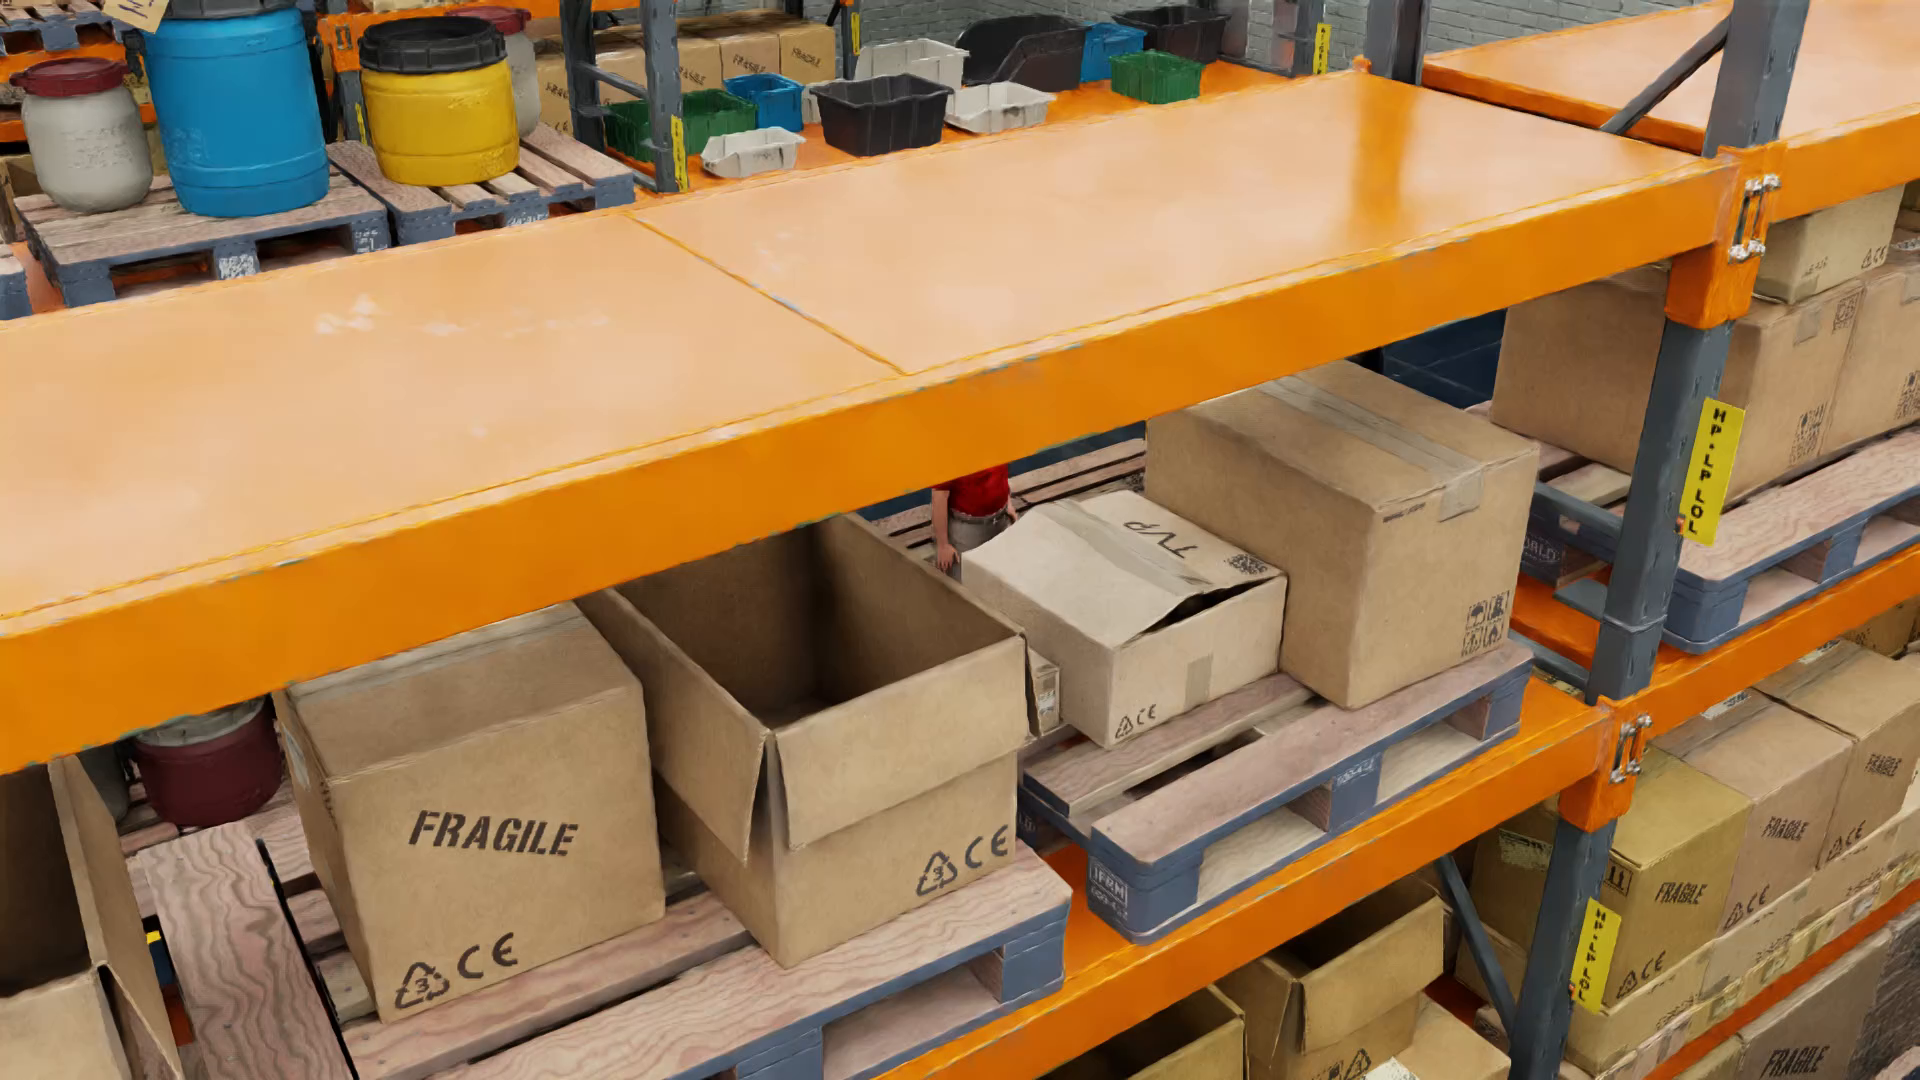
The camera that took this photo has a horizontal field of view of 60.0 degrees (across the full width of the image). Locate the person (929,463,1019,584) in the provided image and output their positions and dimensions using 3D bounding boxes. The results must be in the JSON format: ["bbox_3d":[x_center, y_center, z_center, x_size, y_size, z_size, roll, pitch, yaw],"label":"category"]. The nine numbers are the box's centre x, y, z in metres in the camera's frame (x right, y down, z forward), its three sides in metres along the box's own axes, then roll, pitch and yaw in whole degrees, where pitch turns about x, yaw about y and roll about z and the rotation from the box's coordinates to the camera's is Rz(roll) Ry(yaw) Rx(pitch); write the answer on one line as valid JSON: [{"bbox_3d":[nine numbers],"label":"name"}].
[{"bbox_3d":[0.106,-0.056,8.746,0.474,1.737,0.608,19,34,32],"label":"person"}]
